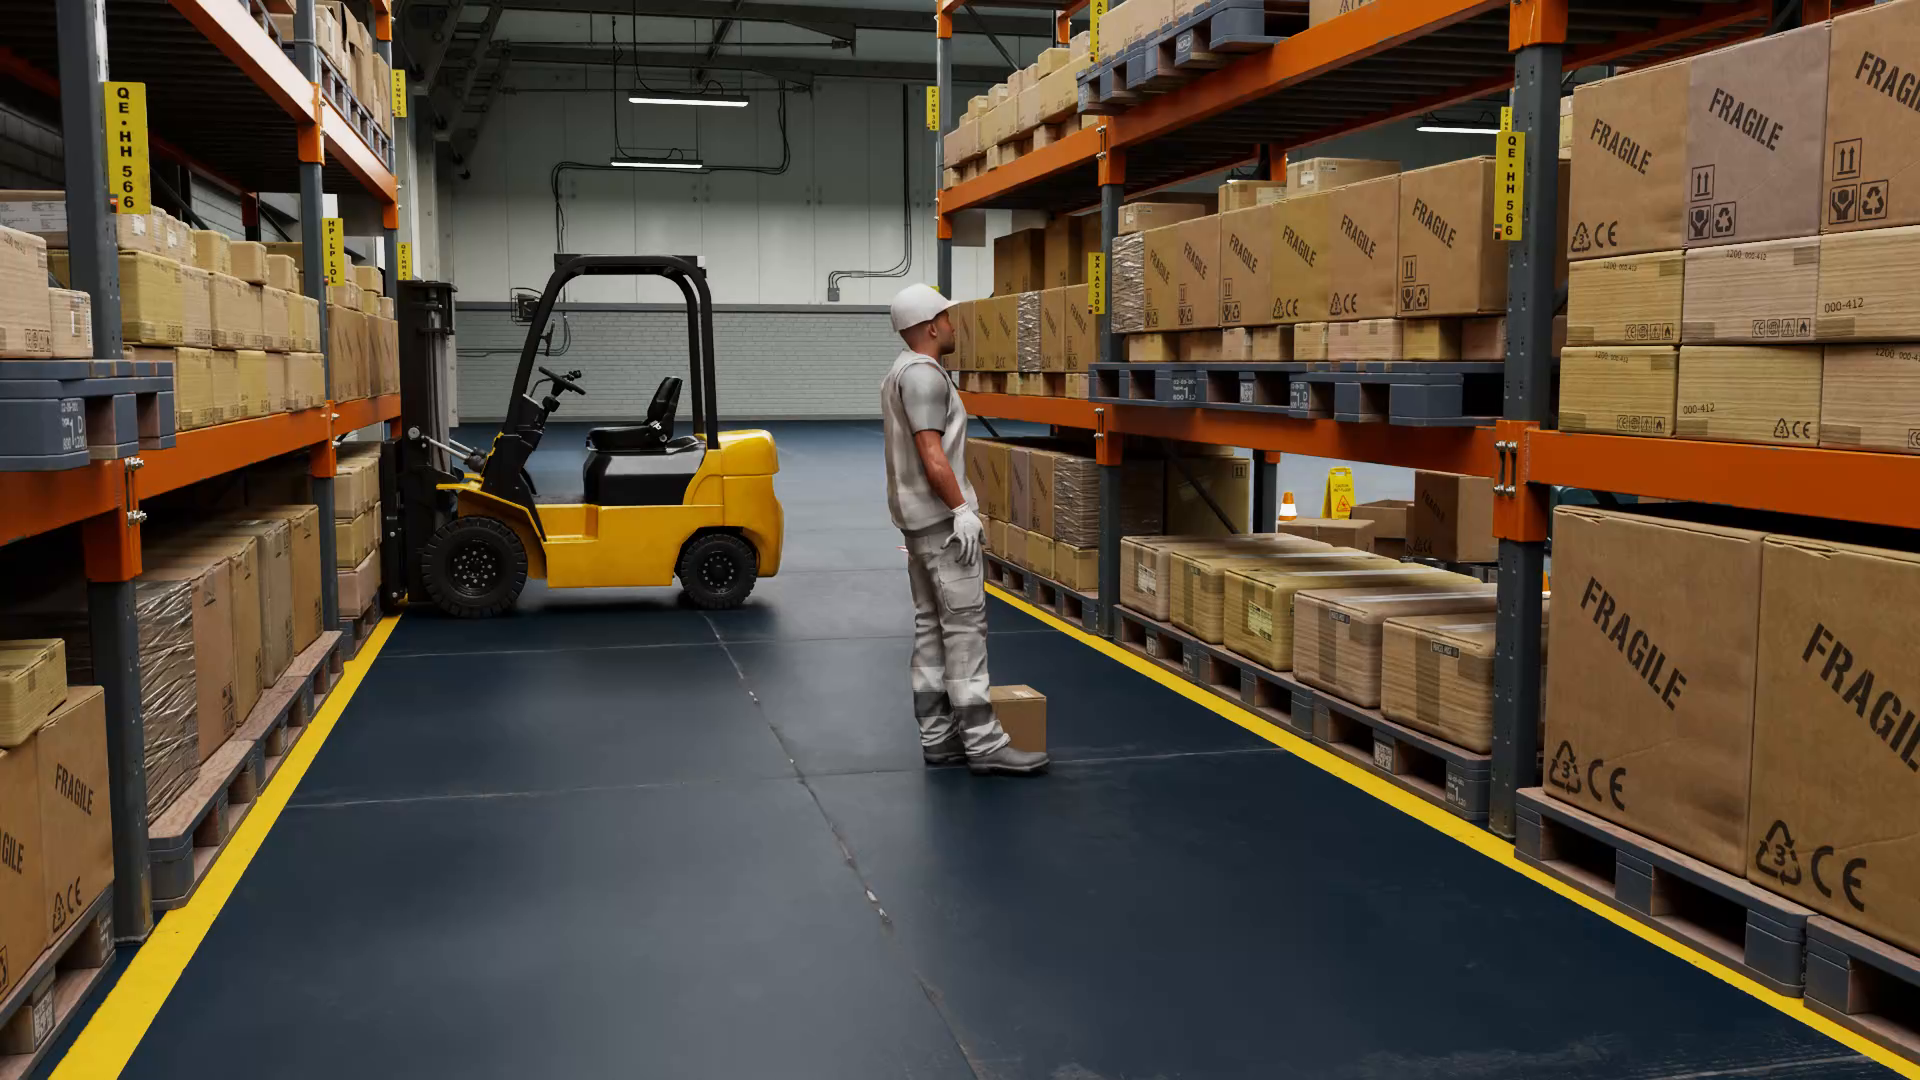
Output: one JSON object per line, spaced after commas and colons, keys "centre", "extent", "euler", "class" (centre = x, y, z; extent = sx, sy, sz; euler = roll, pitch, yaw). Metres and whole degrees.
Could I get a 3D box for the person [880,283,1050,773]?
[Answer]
{"centre": [-0.004, -0.057, 6.227], "extent": [0.561, 1.790, 0.637], "euler": [-1, 6, -14], "class": "person"}
